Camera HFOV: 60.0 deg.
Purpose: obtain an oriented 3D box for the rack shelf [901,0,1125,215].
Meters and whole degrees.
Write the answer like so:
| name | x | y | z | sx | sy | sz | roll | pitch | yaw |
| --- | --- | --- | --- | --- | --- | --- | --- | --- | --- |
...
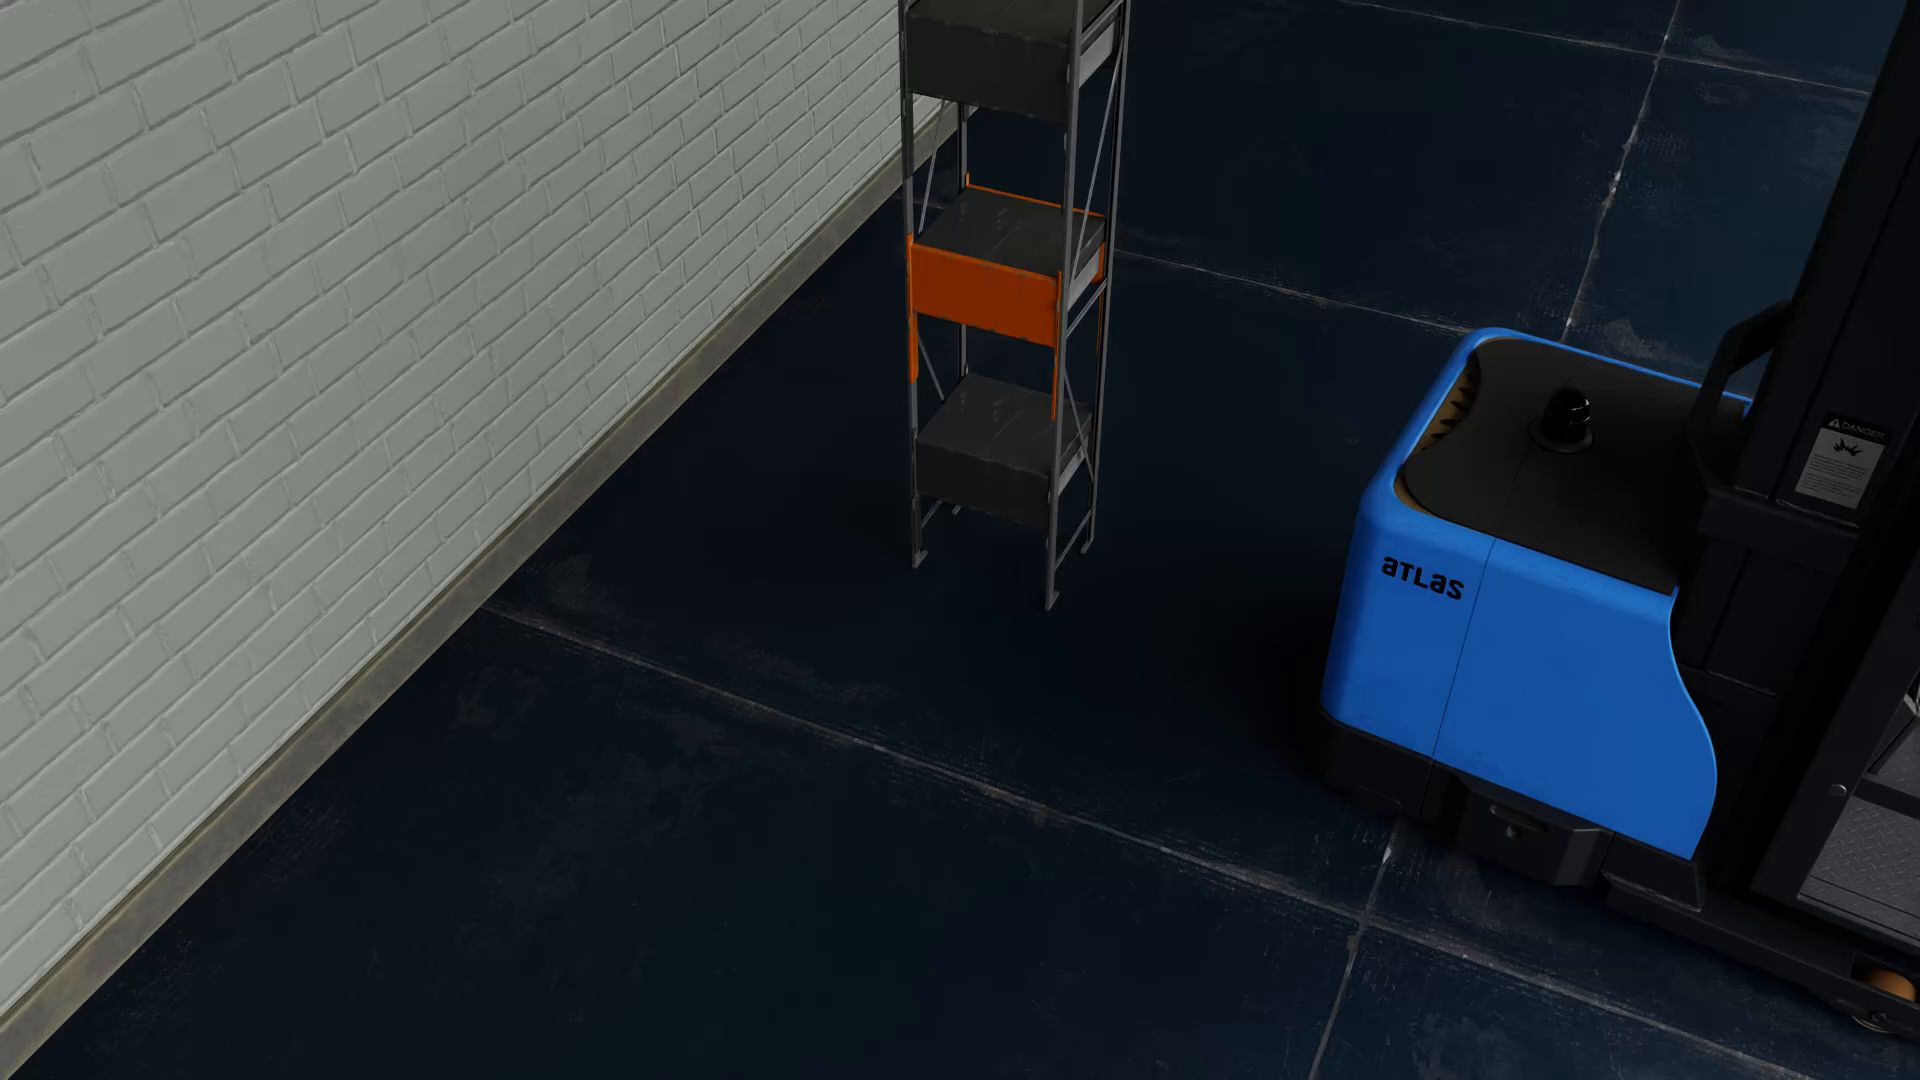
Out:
| name | x | y | z | sx | sy | sz | roll | pitch | yaw |
| --- | --- | --- | --- | --- | --- | --- | --- | --- | --- |
| rack shelf | 0.150 | -1.266 | 4.560 | 0.480 | 0.518 | 0.431 | 17 | 44 | 19 |

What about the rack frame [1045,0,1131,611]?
| name | x | y | z | sx | sy | sz | roll | pitch | yaw |
| --- | --- | --- | --- | --- | --- | --- | --- | --- | --- |
| rack frame | 0.371 | -0.680 | 4.931 | 0.015 | 2.100 | 0.400 | 17 | 44 | 19 |

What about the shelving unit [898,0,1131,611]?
| name | x | y | z | sx | sy | sz | roll | pitch | yaw |
| --- | --- | --- | --- | --- | --- | --- | --- | --- | --- |
| shelving unit | 0.150 | -0.748 | 5.009 | 0.503 | 2.100 | 0.431 | 17 | 44 | 19 |

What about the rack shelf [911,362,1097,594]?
| name | x | y | z | sx | sy | sz | roll | pitch | yaw |
| --- | --- | --- | --- | --- | --- | --- | --- | --- | --- |
| rack shelf | 0.150 | -0.208 | 5.477 | 0.480 | 0.518 | 0.431 | 17 | 44 | 19 |

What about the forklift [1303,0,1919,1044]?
| name | x | y | z | sx | sy | sz | roll | pitch | yaw |
| --- | --- | --- | --- | --- | --- | --- | --- | --- | --- |
| forklift | 2.544 | -0.177 | 3.717 | 3.031 | 2.935 | 1.130 | 21 | 45 | 23 |

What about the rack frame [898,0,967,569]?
| name | x | y | z | sx | sy | sz | roll | pitch | yaw |
| --- | --- | --- | --- | --- | --- | --- | --- | --- | --- |
| rack frame | -0.071 | -0.815 | 5.087 | 0.015 | 2.100 | 0.400 | 17 | 44 | 19 |

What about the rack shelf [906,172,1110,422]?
| name | x | y | z | sx | sy | sz | roll | pitch | yaw |
| --- | --- | --- | --- | --- | --- | --- | --- | --- | --- |
| rack shelf | 0.150 | -0.737 | 5.018 | 0.480 | 0.518 | 0.431 | 17 | 44 | 19 |
